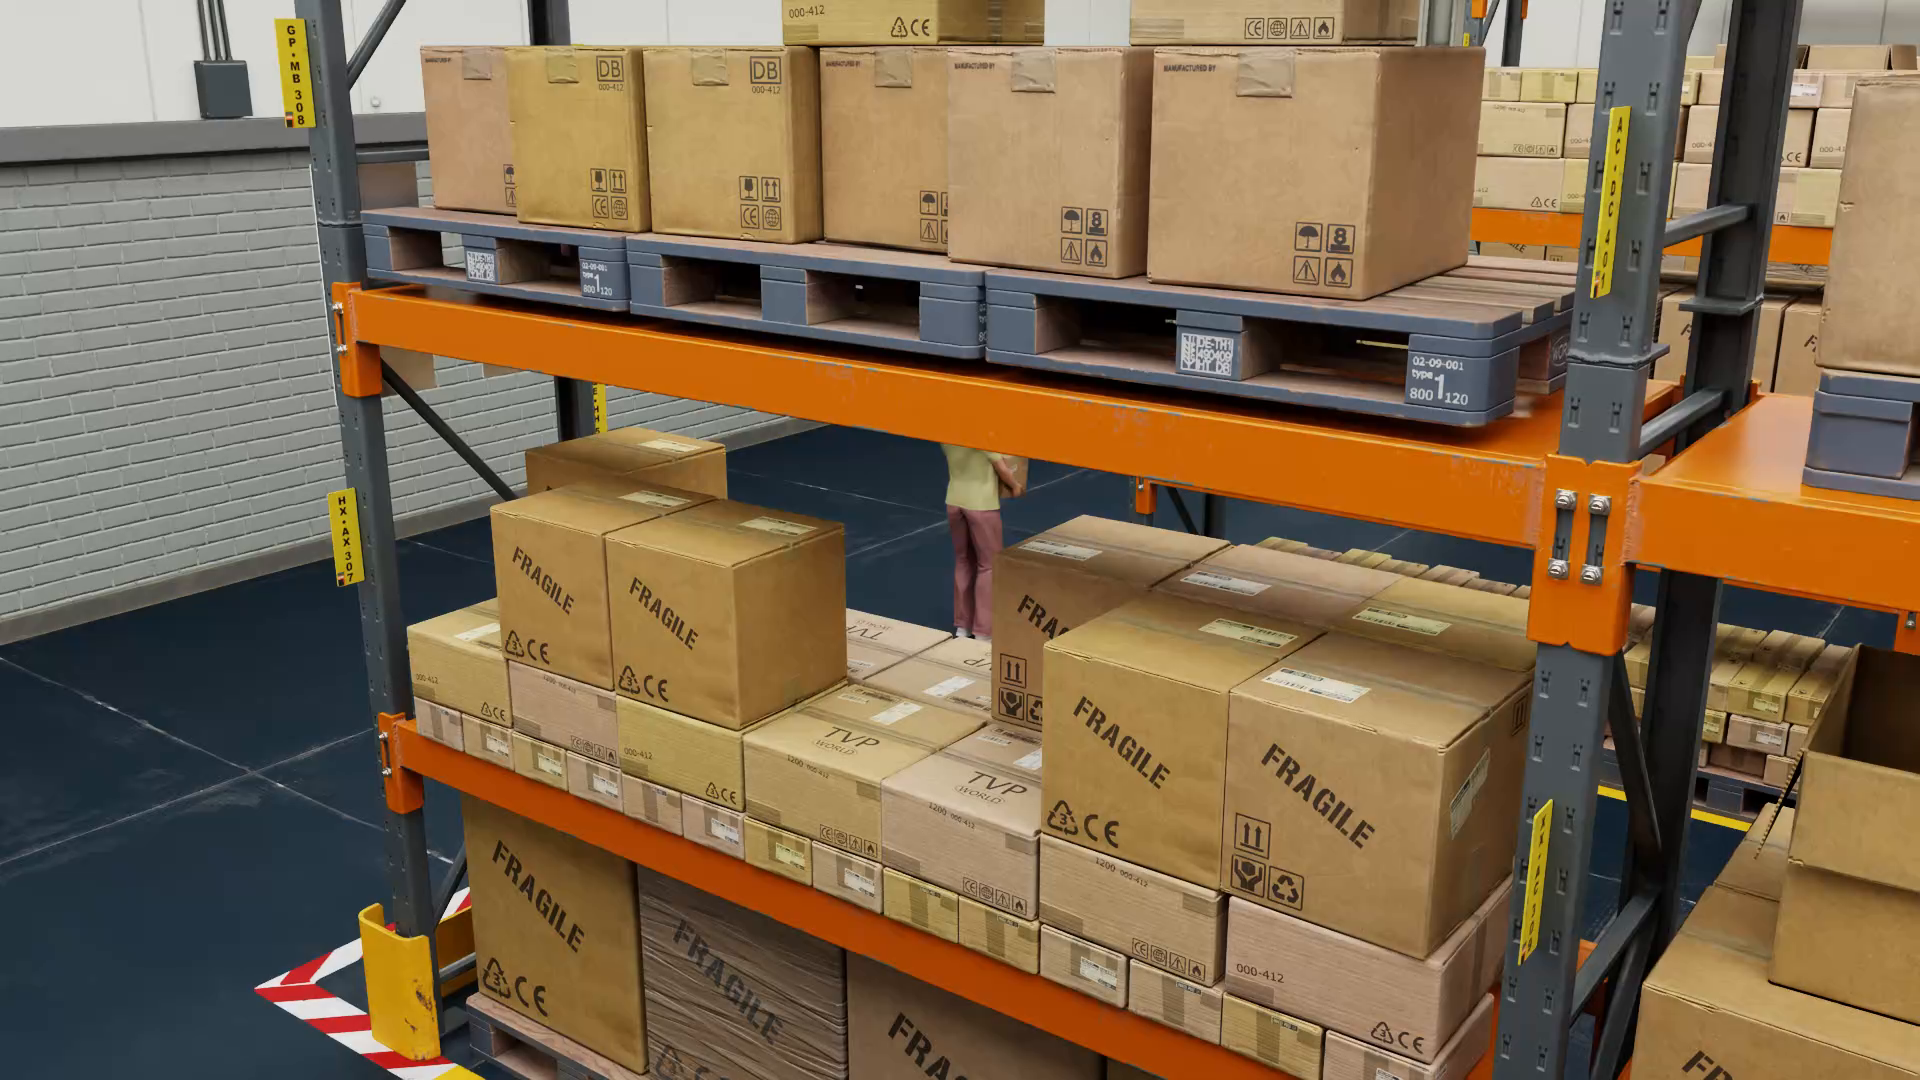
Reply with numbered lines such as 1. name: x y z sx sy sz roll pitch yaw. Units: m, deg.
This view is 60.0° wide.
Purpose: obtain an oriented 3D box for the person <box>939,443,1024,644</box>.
1. person: 0.113 -0.197 10.212 0.433 1.666 0.549 12 21 36
